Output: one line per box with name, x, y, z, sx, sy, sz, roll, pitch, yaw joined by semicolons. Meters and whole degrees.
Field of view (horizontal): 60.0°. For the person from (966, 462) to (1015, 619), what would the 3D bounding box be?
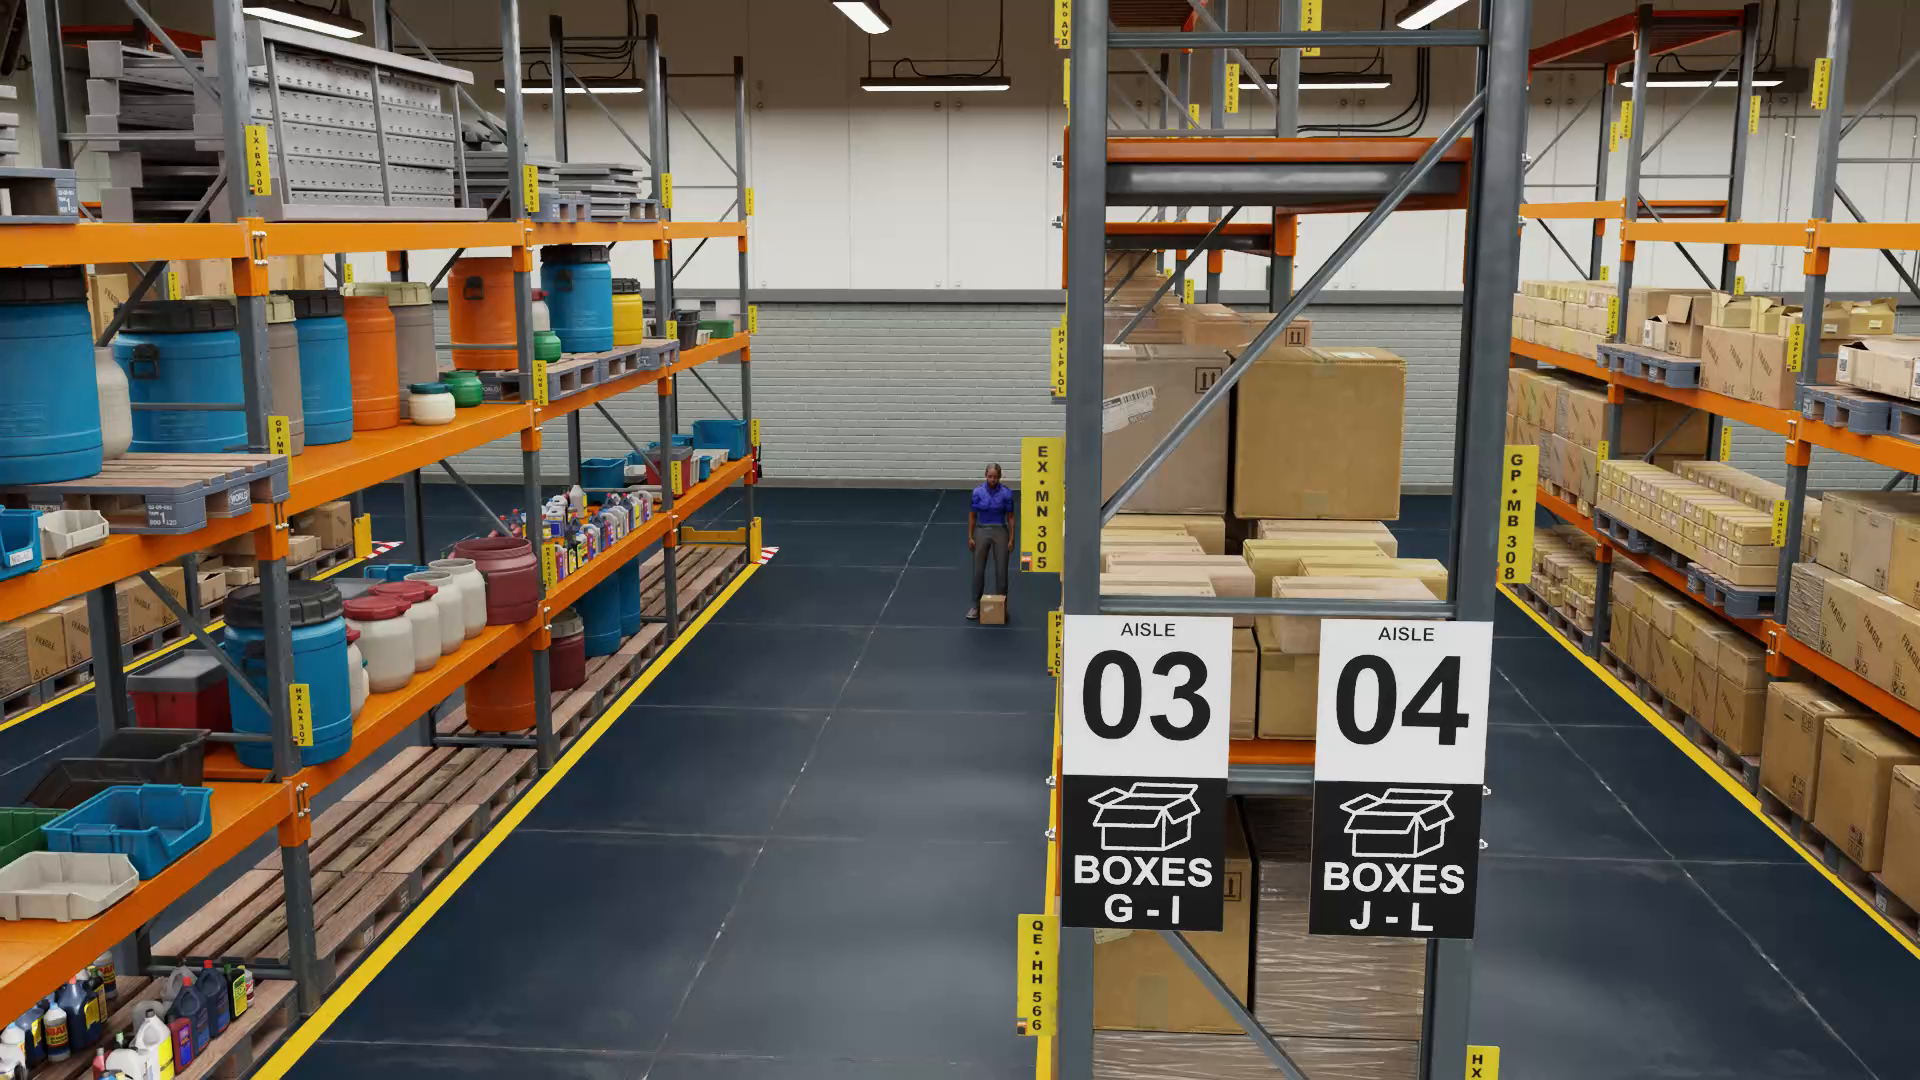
person;0.327;-0.006;17.472;0.505;1.654;0.352;1;11;4
